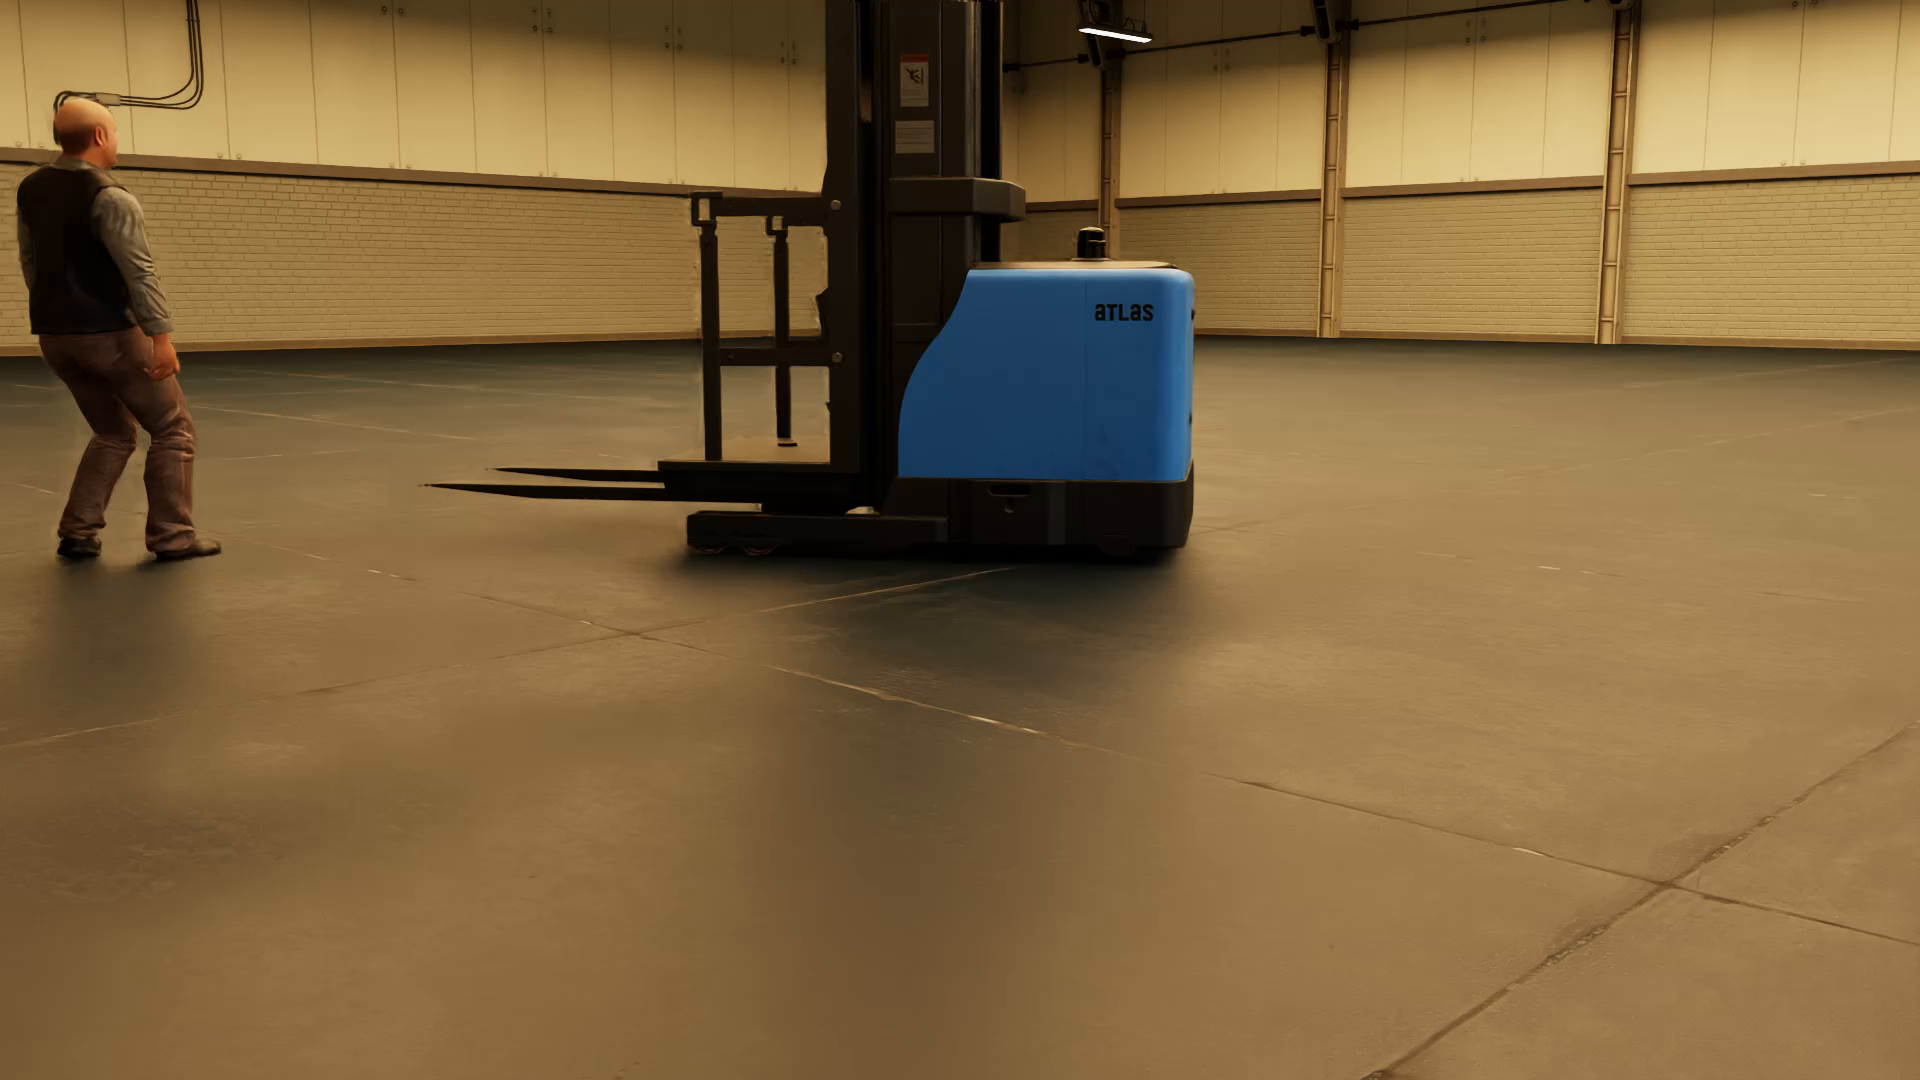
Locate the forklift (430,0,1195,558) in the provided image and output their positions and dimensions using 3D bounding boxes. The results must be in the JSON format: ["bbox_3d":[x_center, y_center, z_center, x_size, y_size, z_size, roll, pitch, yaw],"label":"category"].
[{"bbox_3d":[-0.591,-1.463,6.587,3.031,2.935,1.130,1,9,10],"label":"forklift"}]

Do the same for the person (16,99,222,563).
[{"bbox_3d":[-3.108,-0.748,6.152,0.689,1.694,0.495,4,10,26],"label":"person"}]
